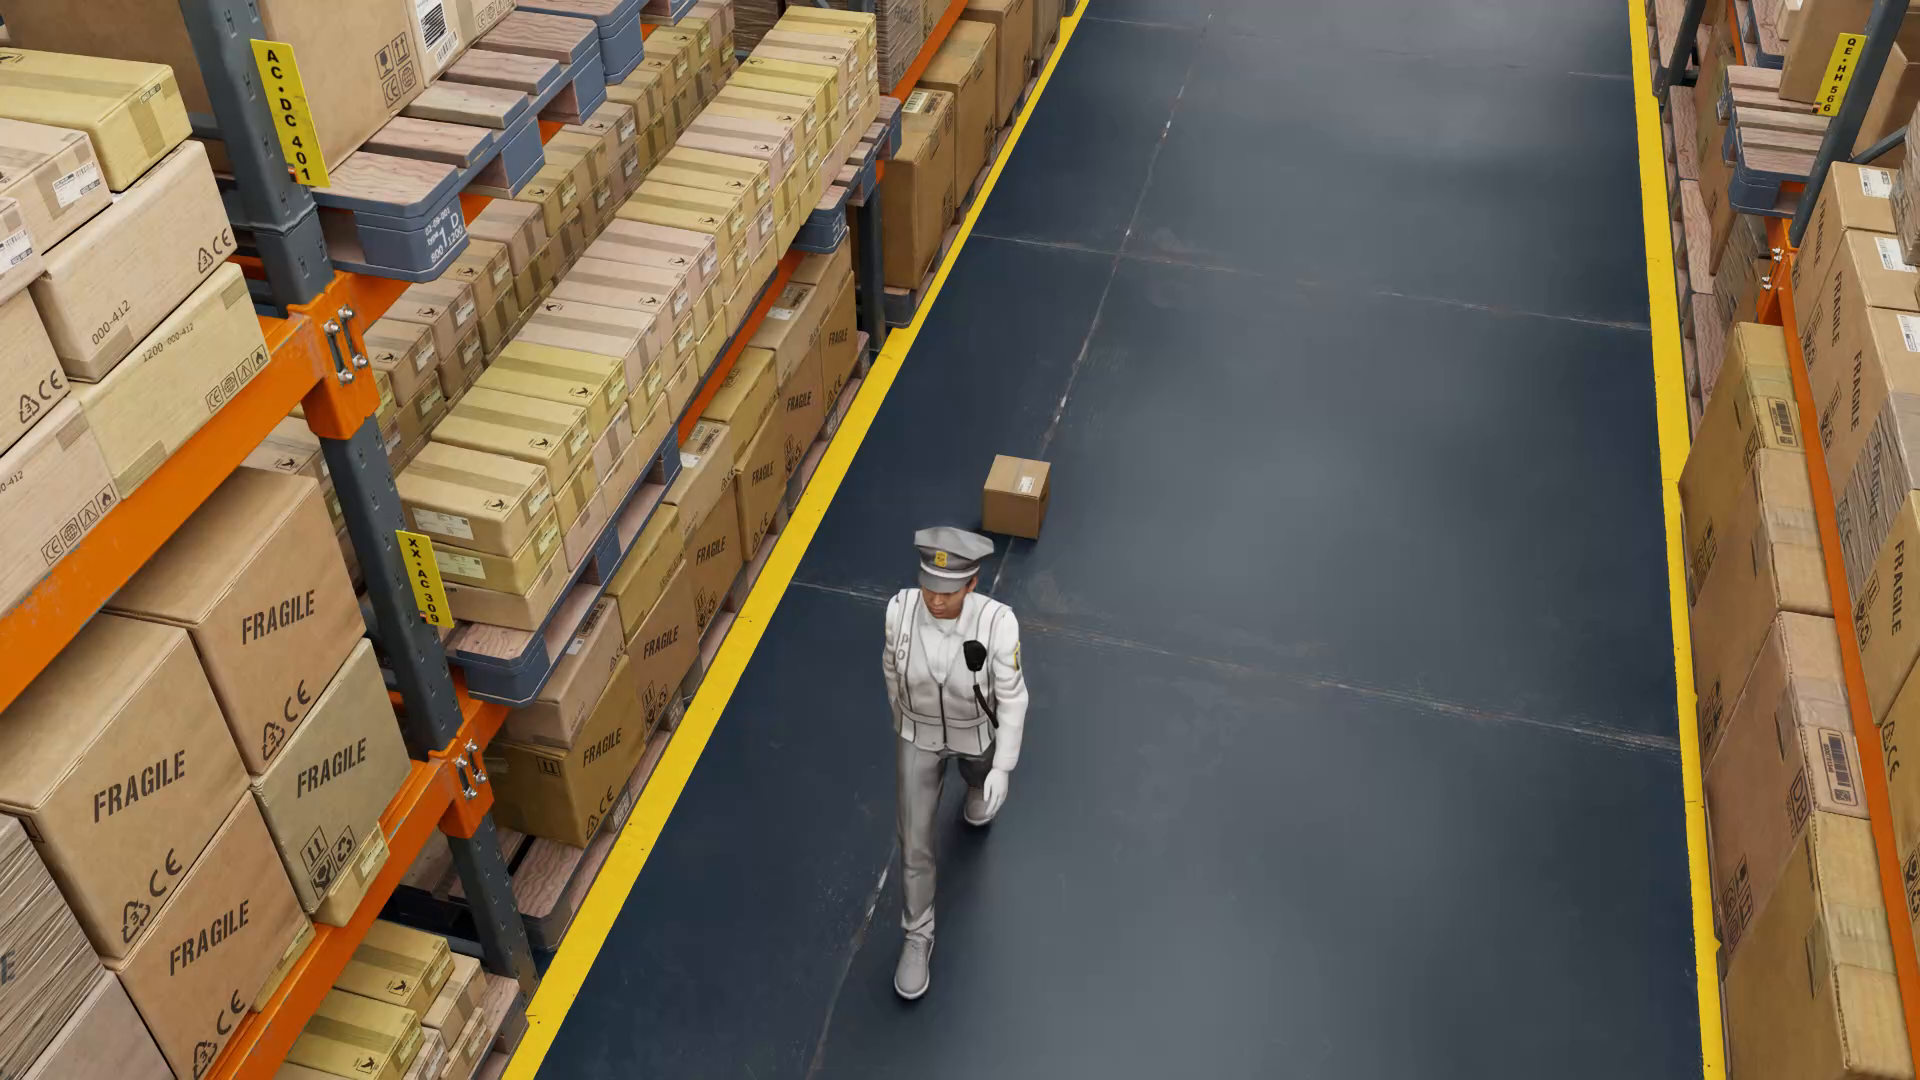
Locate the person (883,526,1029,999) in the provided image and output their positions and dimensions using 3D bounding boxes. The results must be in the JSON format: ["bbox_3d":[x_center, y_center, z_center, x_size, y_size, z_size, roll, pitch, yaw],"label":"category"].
[{"bbox_3d":[-0.024,0.623,5.417,0.490,1.630,1.028,4,41,5],"label":"person"}]
